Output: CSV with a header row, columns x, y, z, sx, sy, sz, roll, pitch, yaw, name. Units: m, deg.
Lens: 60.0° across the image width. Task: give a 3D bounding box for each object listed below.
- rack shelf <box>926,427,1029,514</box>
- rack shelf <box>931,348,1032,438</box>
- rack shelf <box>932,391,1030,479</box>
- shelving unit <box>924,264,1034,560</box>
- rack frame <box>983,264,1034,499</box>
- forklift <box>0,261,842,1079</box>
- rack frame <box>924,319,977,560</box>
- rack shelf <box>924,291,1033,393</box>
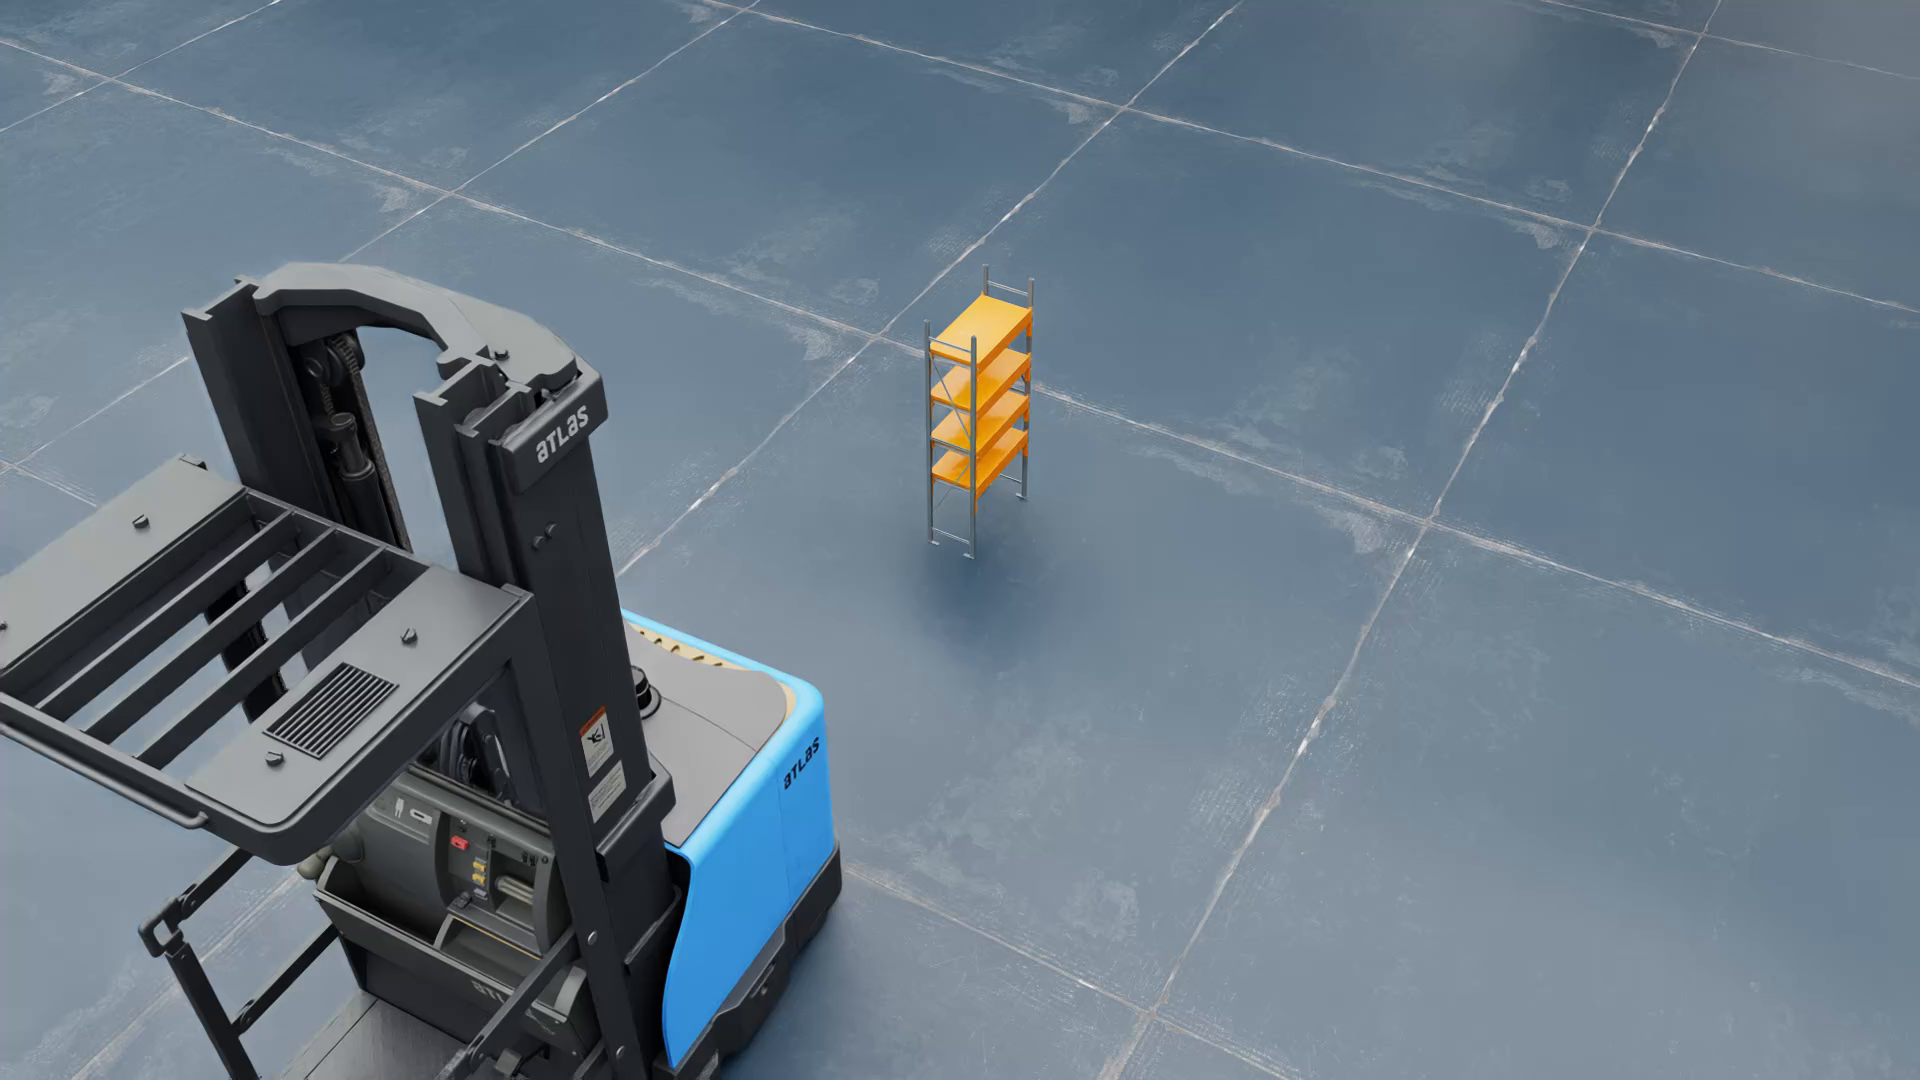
x,y,z,sx,sy,sz,roll,pitch,yaw,name
0.083,-0.345,7.452,0.258,0.148,0.480,21,45,22,rack shelf
0.083,-0.662,7.173,0.258,0.148,0.480,21,45,22,rack shelf
0.083,-0.495,7.321,0.258,0.148,0.480,21,45,22,rack shelf
0.083,-0.545,7.277,0.258,1.200,0.503,21,45,22,shelving unit
0.205,-0.685,7.435,0.240,1.200,0.015,21,45,22,rack frame
-1.561,0.900,4.325,1.130,2.935,3.031,19,45,20,forklift
-0.039,-0.405,7.118,0.240,1.200,0.015,21,45,22,rack frame
0.083,-0.840,7.017,0.258,0.148,0.480,21,45,22,rack shelf
